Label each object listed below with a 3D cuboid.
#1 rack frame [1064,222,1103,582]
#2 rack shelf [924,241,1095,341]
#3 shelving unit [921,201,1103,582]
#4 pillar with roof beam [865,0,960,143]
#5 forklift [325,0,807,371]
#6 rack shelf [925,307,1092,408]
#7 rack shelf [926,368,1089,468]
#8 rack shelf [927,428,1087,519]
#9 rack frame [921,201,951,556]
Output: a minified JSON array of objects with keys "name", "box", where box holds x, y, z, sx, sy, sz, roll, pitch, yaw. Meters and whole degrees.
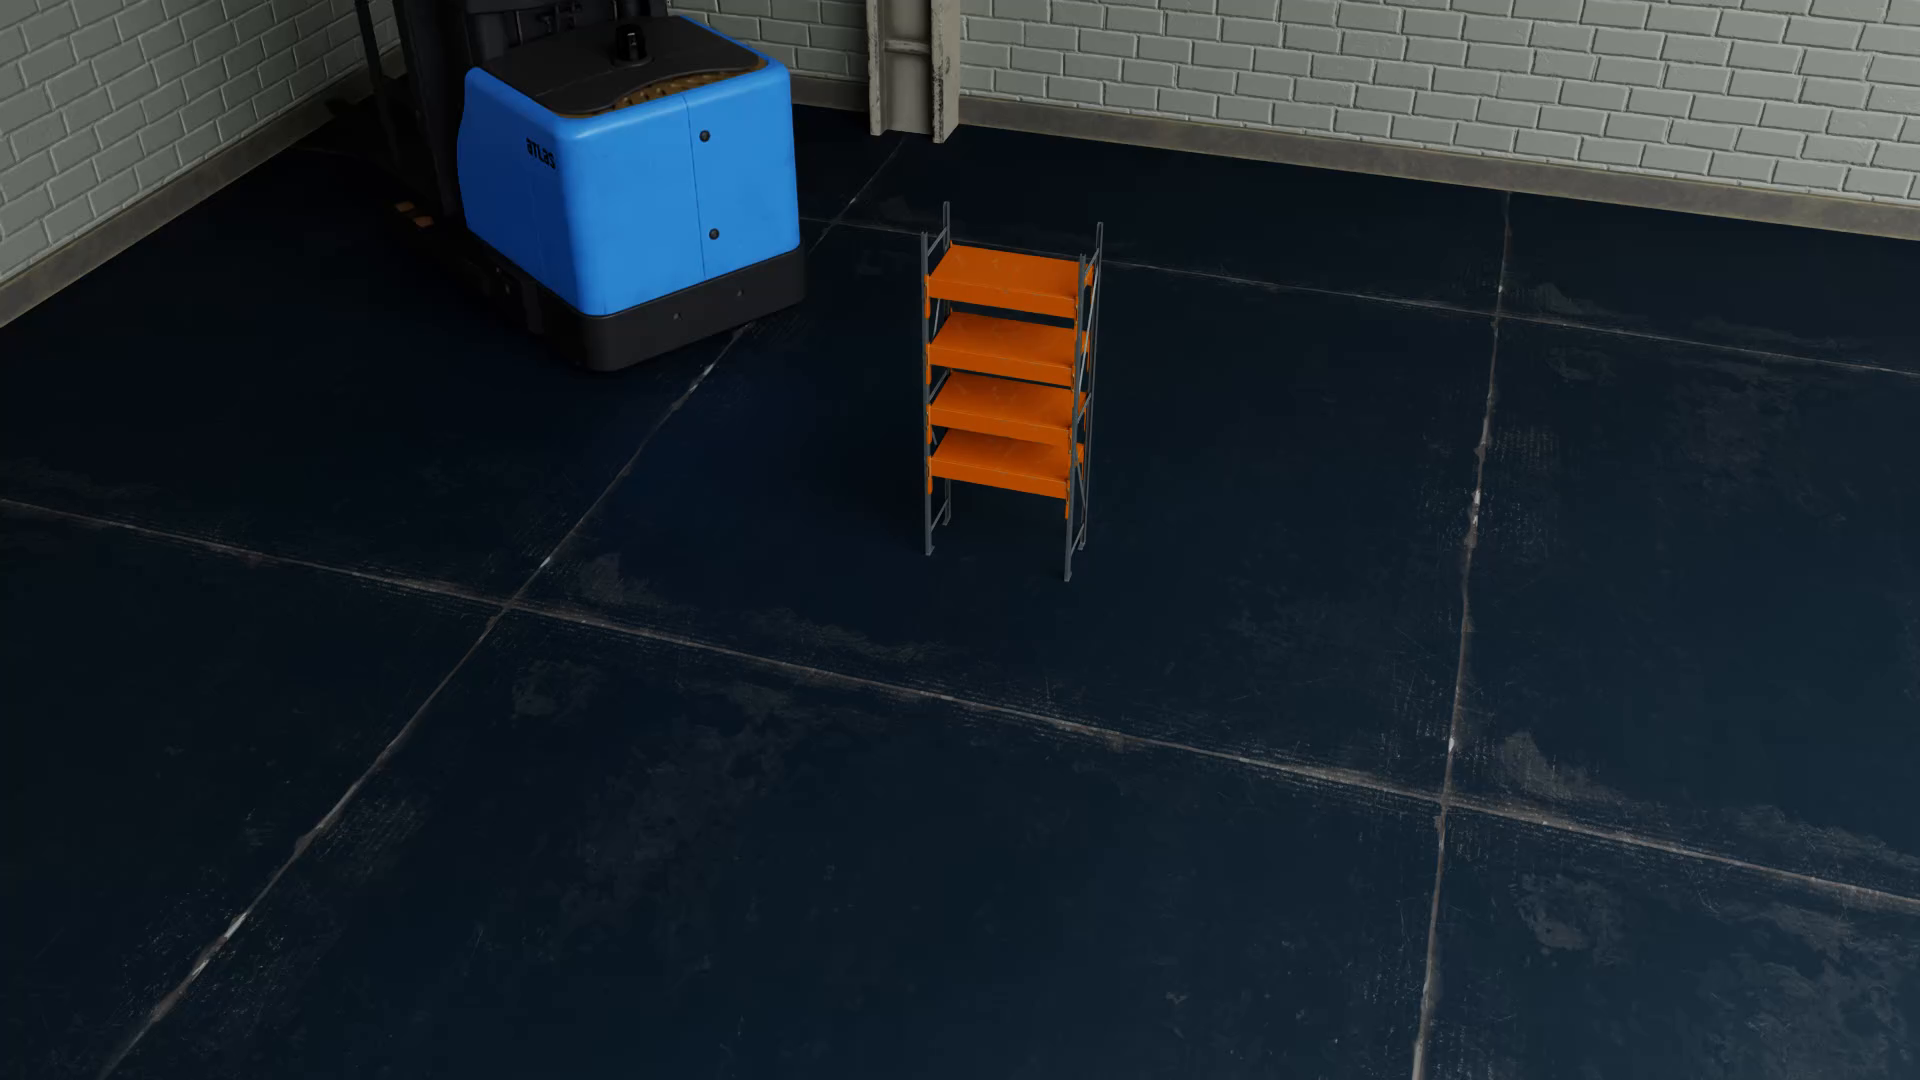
[{"name":"rack frame","box":[0.391,-0.411,5.296,0.015,1.200,0.240,10,38,14]},{"name":"rack shelf","box":[0.158,-0.770,5.122,0.480,0.148,0.258,10,38,14]},{"name":"shelving unit","box":[0.158,-0.454,5.355,0.503,1.200,0.258,10,38,14]},{"name":"pillar with roof beam","box":[-1.517,-3.339,2.695,0.400,9.000,9.100,10,38,14]},{"name":"forklift","box":[-1.974,-2.646,6.872,1.130,2.935,3.031,-26,44,-31]},{"name":"rack shelf","box":[0.158,-0.580,5.262,0.480,0.148,0.258,10,38,14]},{"name":"rack shelf","box":[0.158,-0.400,5.394,0.480,0.148,0.258,10,38,14]},{"name":"rack shelf","box":[0.158,-0.240,5.512,0.480,0.148,0.258,10,38,14]},{"name":"rack frame","box":[-0.075,-0.497,5.413,0.015,1.200,0.240,10,38,14]}]
